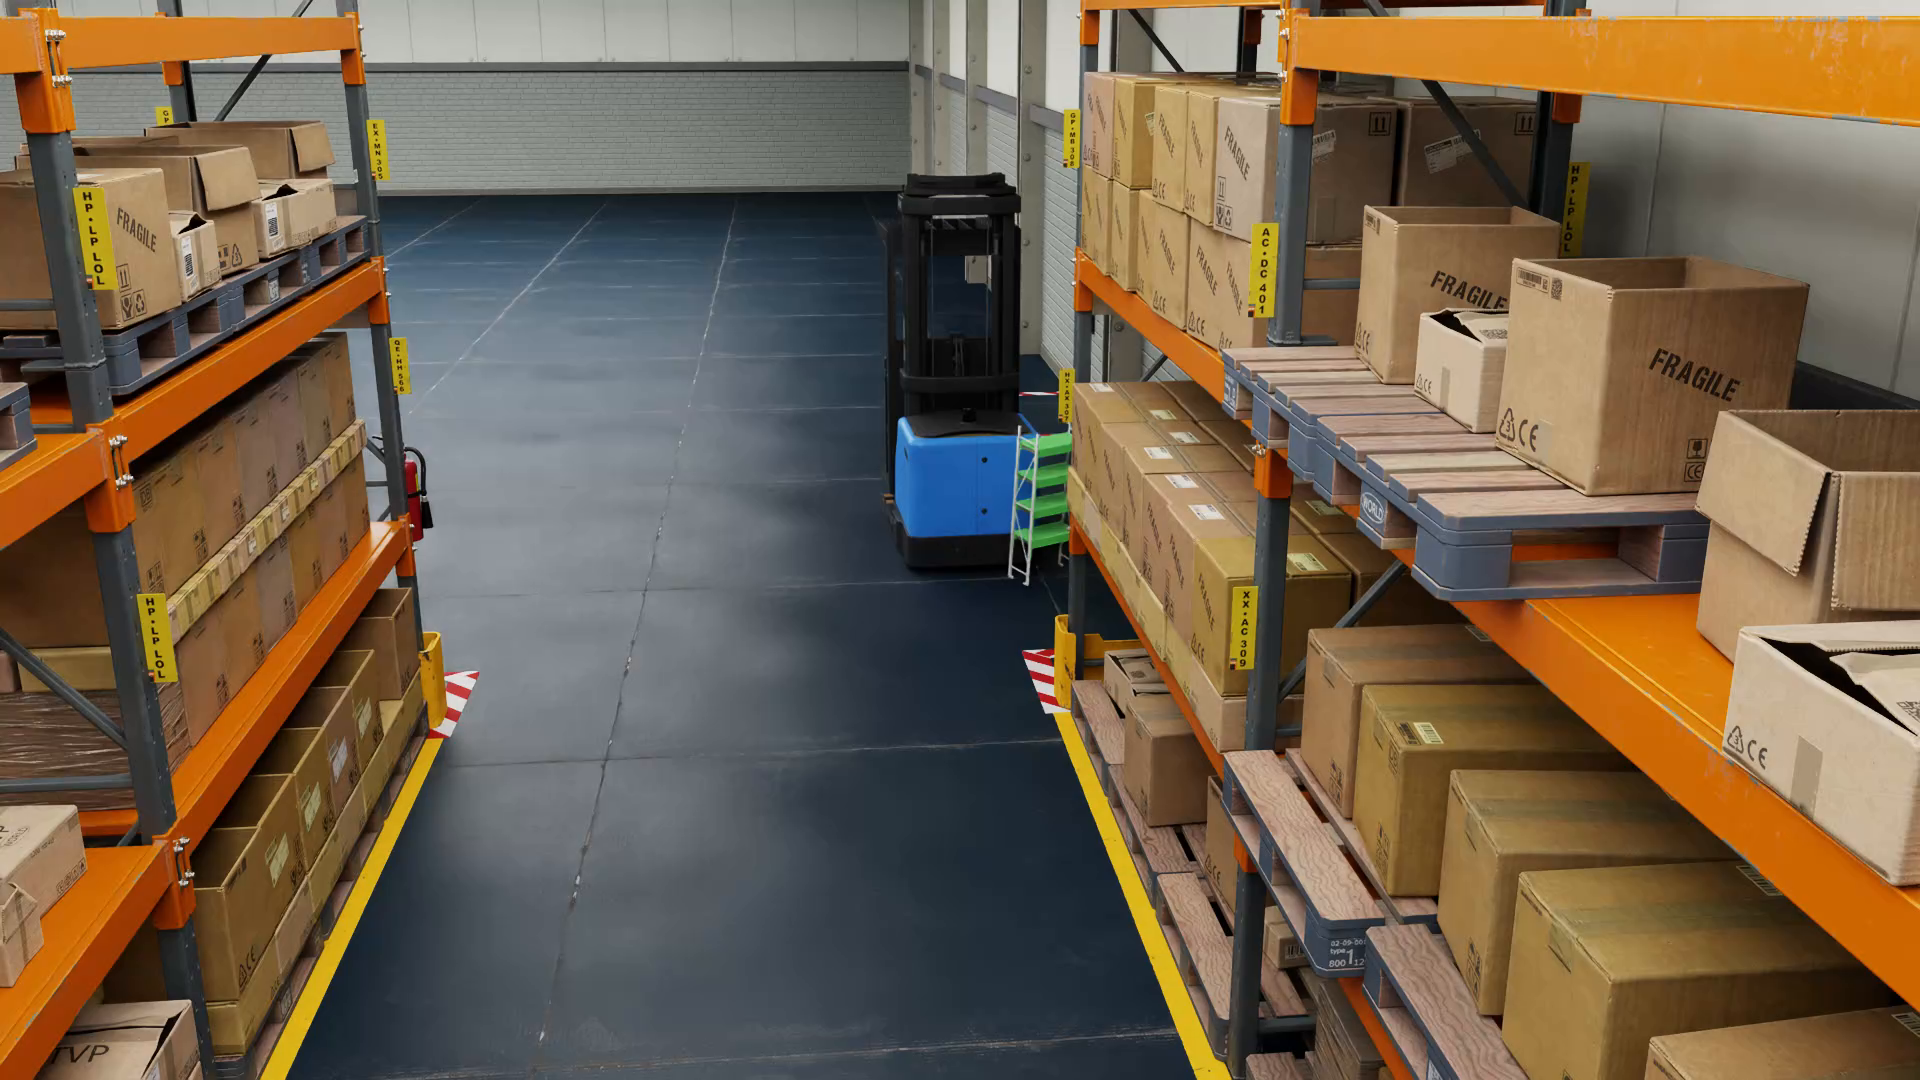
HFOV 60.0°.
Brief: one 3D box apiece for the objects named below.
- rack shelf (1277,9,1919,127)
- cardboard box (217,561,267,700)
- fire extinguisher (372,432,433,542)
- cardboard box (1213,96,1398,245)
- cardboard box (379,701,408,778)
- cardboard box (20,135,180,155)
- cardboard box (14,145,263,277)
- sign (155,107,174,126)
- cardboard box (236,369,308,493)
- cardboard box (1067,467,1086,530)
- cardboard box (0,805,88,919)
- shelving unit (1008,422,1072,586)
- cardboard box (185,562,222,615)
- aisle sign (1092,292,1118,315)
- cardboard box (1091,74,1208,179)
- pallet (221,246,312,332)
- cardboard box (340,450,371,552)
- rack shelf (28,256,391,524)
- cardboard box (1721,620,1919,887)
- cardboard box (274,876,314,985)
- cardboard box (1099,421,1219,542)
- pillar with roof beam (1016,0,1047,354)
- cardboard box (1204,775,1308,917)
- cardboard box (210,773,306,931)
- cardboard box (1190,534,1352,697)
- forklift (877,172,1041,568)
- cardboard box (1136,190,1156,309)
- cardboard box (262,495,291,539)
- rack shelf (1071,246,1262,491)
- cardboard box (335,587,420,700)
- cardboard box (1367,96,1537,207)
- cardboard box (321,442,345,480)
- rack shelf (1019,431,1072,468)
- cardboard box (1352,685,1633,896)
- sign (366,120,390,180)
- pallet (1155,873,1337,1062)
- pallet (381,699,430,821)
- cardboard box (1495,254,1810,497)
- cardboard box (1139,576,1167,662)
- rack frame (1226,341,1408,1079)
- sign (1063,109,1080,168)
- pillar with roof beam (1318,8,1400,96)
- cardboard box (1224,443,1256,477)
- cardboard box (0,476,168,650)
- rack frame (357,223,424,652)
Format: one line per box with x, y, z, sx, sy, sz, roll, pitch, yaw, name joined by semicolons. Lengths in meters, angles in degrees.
1.802;-1.010;3.739;1.077;0.370;4.000;-2;18;-6;rack shelf
-3.492;0.390;7.259;0.700;0.500;0.500;-2;17;-5;cardboard box
-3.294;-0.328;9.843;0.296;0.674;0.183;-2;18;-6;fire extinguisher
1.275;-1.384;6.200;0.500;0.500;0.500;-3;18;-10;cardboard box
-3.331;1.096;9.069;0.500;0.250;0.500;-2;18;-6;cardboard box
-3.844;-1.558;7.522;0.500;0.500;0.500;-2;18;-6;cardboard box
-3.375;-1.366;6.904;0.797;0.503;0.637;0;17;0;cardboard box
-4.296;-2.186;9.032;0.100;0.325;0.005;-2;18;-6;sign
-3.590;-0.520;7.993;0.700;0.500;0.500;-2;18;-5;cardboard box
0.918;-0.252;9.689;0.500;0.250;0.500;-2;18;-7;cardboard box
-3.237;1.093;5.437;0.500;0.250;0.500;-1;17;-2;cardboard box
0.673;-0.293;12.574;0.503;1.200;0.258;-12;26;-34;shelving unit
-3.249;0.204;6.771;0.380;0.149;0.250;-2;18;-6;cardboard box
0.878;-1.722;9.814;0.394;0.787;0.004;-2;18;-6;aisle sign
0.983;-2.161;8.677;0.500;0.500;0.500;-2;18;-6;cardboard box
-3.567;-1.128;7.403;1.003;0.211;1.213;-2;18;-6;pallet
-3.708;-0.223;9.214;0.700;0.500;0.500;-2;18;-6;cardboard box
-3.537;-0.807;7.434;1.077;0.370;4.000;-2;18;-6;rack shelf
1.666;0.310;2.790;0.500;0.311;0.500;-2;18;-6;cardboard box
-3.124;1.691;7.171;0.500;0.250;0.500;-2;18;-6;cardboard box
1.022;-0.312;8.628;0.500;0.500;0.500;-2;18;-7;cardboard box
-3.404;-6.592;19.651;9.100;9.000;0.400;-2;18;-6;pillar with roof beam
1.449;1.397;7.658;0.500;0.500;0.500;-3;18;-10;cardboard box
-3.127;1.334;7.059;0.500;0.500;0.500;-2;18;-6;cardboard box
1.240;0.295;6.694;0.500;0.500;0.500;-2;18;-6;cardboard box
-0.091;-1.584;13.831;1.130;2.935;3.031;-3;18;-8;forklift
1.123;-1.376;7.843;0.500;0.500;0.500;-1;17;-2;cardboard box
-3.352;-0.102;7.745;0.380;0.149;0.250;-2;18;-6;cardboard box
1.390;-0.961;7.925;1.077;0.370;4.000;-2;18;-6;rack shelf
-3.392;0.589;9.430;0.500;0.500;0.500;-2;18;-6;cardboard box
1.830;-1.398;6.244;0.500;0.500;0.500;-1;17;-4;cardboard box
-3.460;-0.410;8.726;0.380;0.149;0.250;-2;18;-6;cardboard box
0.694;-0.680;12.421;0.480;0.148;0.258;-12;26;-34;rack shelf
1.665;0.784;5.270;0.700;0.500;0.500;0;17;0;cardboard box
-3.202;-2.144;9.143;0.100;0.325;0.005;-2;18;-6;sign
1.492;1.854;7.420;1.003;0.211;1.213;-2;18;-6;pallet
-3.623;1.242;9.369;1.003;0.211;1.213;-2;18;-6;pallet
1.700;-0.424;4.144;0.500;0.500;0.500;-2;18;-8;cardboard box
1.135;0.355;7.757;0.500;0.250;0.500;-2;18;-6;cardboard box
1.596;0.722;6.368;1.000;3.000;0.127;-2;18;-6;rack frame
0.644;-2.301;9.531;0.100;0.325;0.005;-2;18;-6;sign
-2.166;-3.017;8.263;9.100;9.000;0.400;-2;18;-6;pillar with roof beam
1.595;-0.177;8.198;0.500;0.500;0.500;-2;17;-5;cardboard box
-3.383;0.078;6.088;0.700;0.500;0.500;-2;18;-5;cardboard box
-3.743;-0.315;9.673;1.000;3.000;0.127;-2;18;-6;rack frame
